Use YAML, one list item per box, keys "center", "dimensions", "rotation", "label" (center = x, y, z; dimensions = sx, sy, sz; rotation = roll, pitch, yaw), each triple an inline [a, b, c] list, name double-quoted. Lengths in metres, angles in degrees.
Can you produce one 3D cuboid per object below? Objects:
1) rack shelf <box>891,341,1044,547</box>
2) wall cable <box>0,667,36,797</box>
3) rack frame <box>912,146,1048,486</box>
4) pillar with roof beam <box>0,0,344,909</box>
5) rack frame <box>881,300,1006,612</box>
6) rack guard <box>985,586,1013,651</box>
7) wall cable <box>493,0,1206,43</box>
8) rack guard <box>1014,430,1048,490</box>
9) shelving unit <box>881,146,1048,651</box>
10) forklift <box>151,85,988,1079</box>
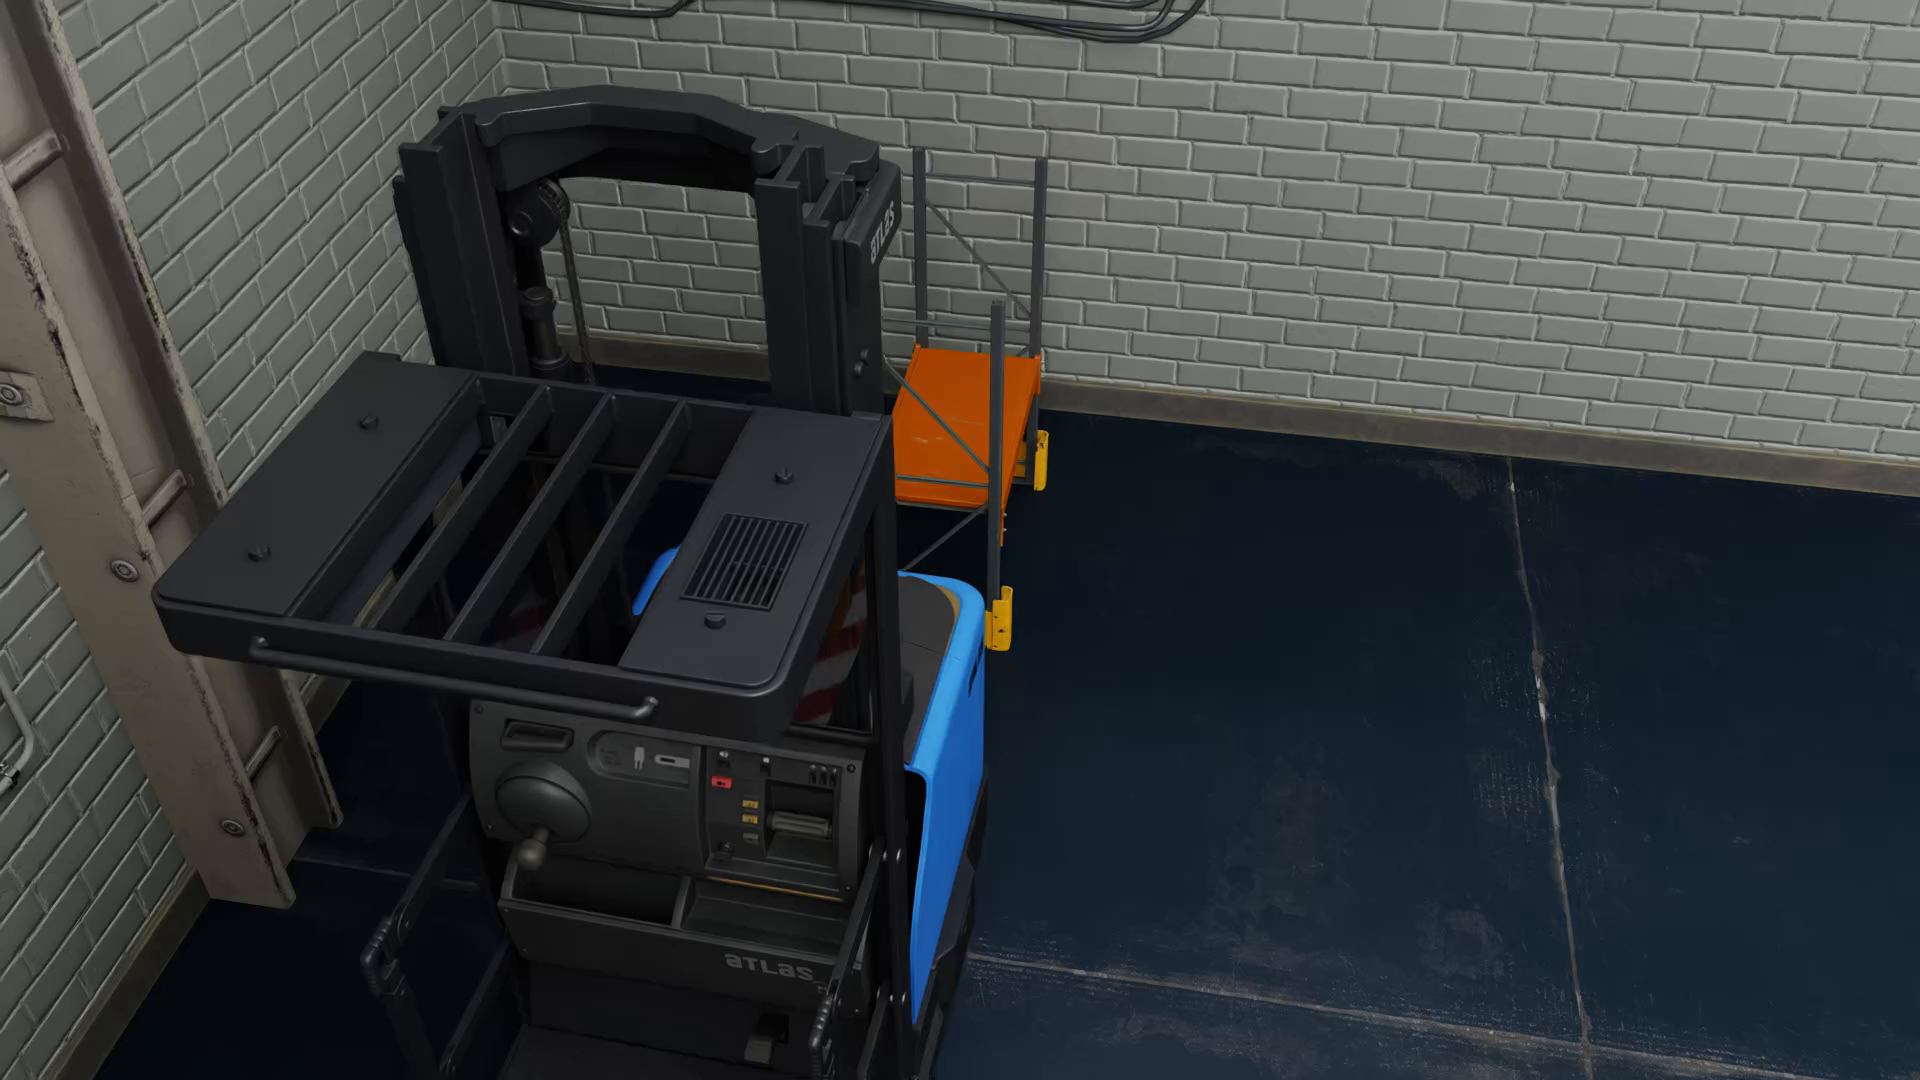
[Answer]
- center: [-0.015, -0.386, 6.322]
  dimensions: [0.538, 0.185, 1.000]
  rotation: [6, 40, 8]
  label: "rack shelf"
- center: [-2.590, 0.375, 3.145]
  dimensions: [0.084, 1.984, 1.851]
  rotation: [6, 40, 8]
  label: "wall cable"
- center: [0.073, -0.844, 6.593]
  dimensions: [0.500, 1.500, 0.032]
  rotation: [6, 40, 8]
  label: "rack frame"
- center: [1.975, -1.953, 2.050]
  dimensions: [9.100, 9.000, 0.400]
  rotation: [6, 40, 8]
  label: "pillar with roof beam"
- center: [-0.103, -0.205, 5.821]
  dimensions: [0.500, 1.500, 0.032]
  rotation: [6, 40, 8]
  label: "rack frame"
- center: [-0.099, 0.264, 6.234]
  dimensions: [0.587, 0.250, 0.087]
  rotation: [6, 40, 8]
  label: "rack guard"
- center: [-0.549, -2.951, 5.694]
  dimensions: [3.097, 2.526, 0.112]
  rotation: [6, 40, 8]
  label: "wall cable"
- center: [0.073, -0.361, 6.991]
  dimensions: [0.587, 0.250, 0.087]
  rotation: [6, 40, 8]
  label: "rack guard"
- center: [-0.013, -0.530, 6.214]
  dimensions: [0.587, 1.500, 1.083]
  rotation: [6, 40, 8]
  label: "shelving unit"
- center: [-0.718, 0.676, 3.633]
  dimensions: [1.130, 2.935, 3.031]
  rotation: [8, 40, 9]
  label: "forklift"
